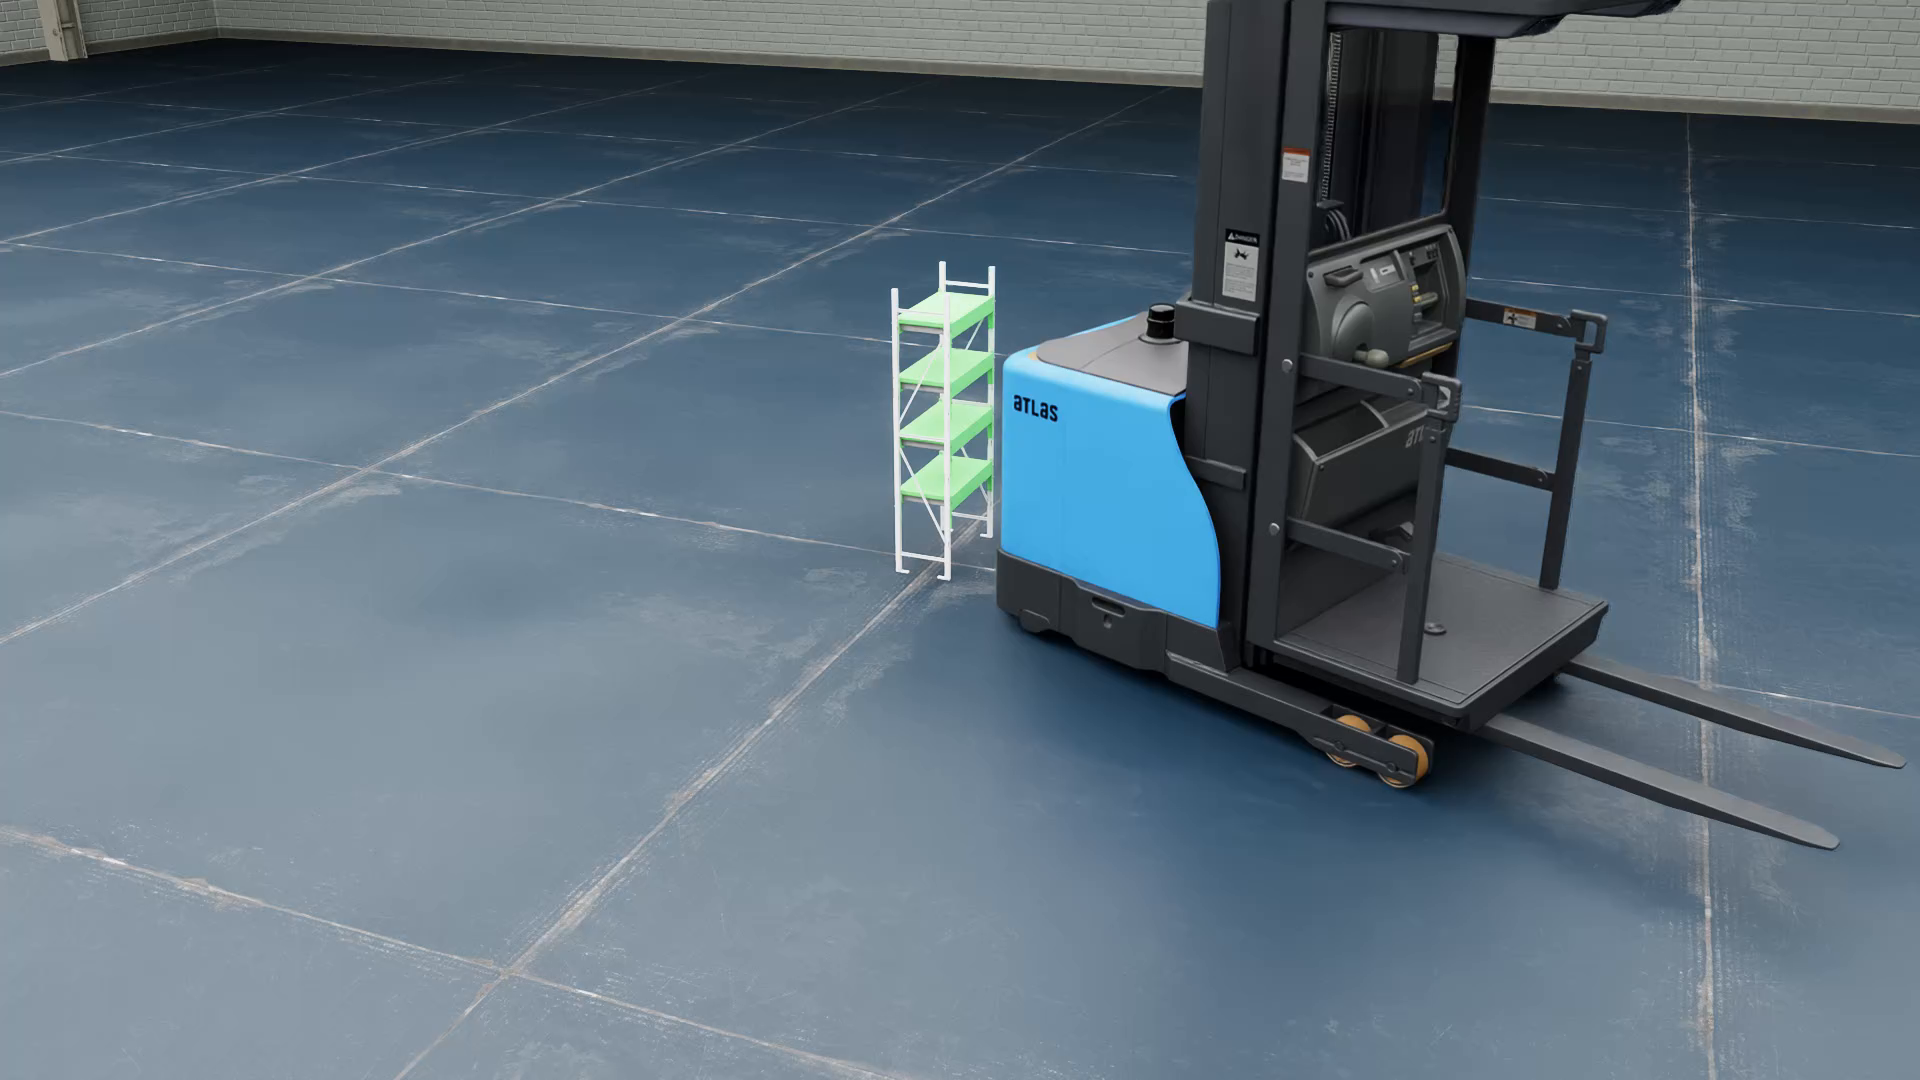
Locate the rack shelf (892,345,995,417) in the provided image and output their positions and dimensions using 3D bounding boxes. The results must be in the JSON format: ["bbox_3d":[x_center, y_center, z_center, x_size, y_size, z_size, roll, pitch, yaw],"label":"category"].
[{"bbox_3d":[-0.061,-0.657,6.809,0.258,0.148,0.480,9,24,20],"label":"rack shelf"}]

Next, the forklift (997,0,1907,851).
[{"bbox_3d":[1.558,-0.783,5.321,3.031,2.935,1.130,20,30,39],"label":"forklift"}]

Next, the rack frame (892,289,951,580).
[{"bbox_3d":[-0.152,-0.407,6.668,0.240,1.200,0.015,9,24,20],"label":"rack frame"}]

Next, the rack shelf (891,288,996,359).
[{"bbox_3d":[-0.062,-0.878,6.717,0.258,0.148,0.480,9,24,20],"label":"rack shelf"}]

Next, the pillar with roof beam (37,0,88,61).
[{"bbox_3d":[-8.652,-10.365,20.389,9.100,9.000,0.400,9,24,20],"label":"pillar with roof beam"}]

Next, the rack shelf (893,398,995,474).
[{"bbox_3d":[-0.061,-0.435,6.902,0.258,0.148,0.480,9,24,20],"label":"rack shelf"}]

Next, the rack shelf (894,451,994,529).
[{"bbox_3d":[-0.061,-0.214,6.994,0.258,0.148,0.480,9,24,20],"label":"rack shelf"}]

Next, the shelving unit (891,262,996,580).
[{"bbox_3d":[-0.061,-0.494,6.877,0.258,1.200,0.503,9,24,20],"label":"shelving unit"}]

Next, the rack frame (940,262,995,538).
[{"bbox_3d":[0.029,-0.582,7.086,0.240,1.200,0.015,9,24,20],"label":"rack frame"}]
